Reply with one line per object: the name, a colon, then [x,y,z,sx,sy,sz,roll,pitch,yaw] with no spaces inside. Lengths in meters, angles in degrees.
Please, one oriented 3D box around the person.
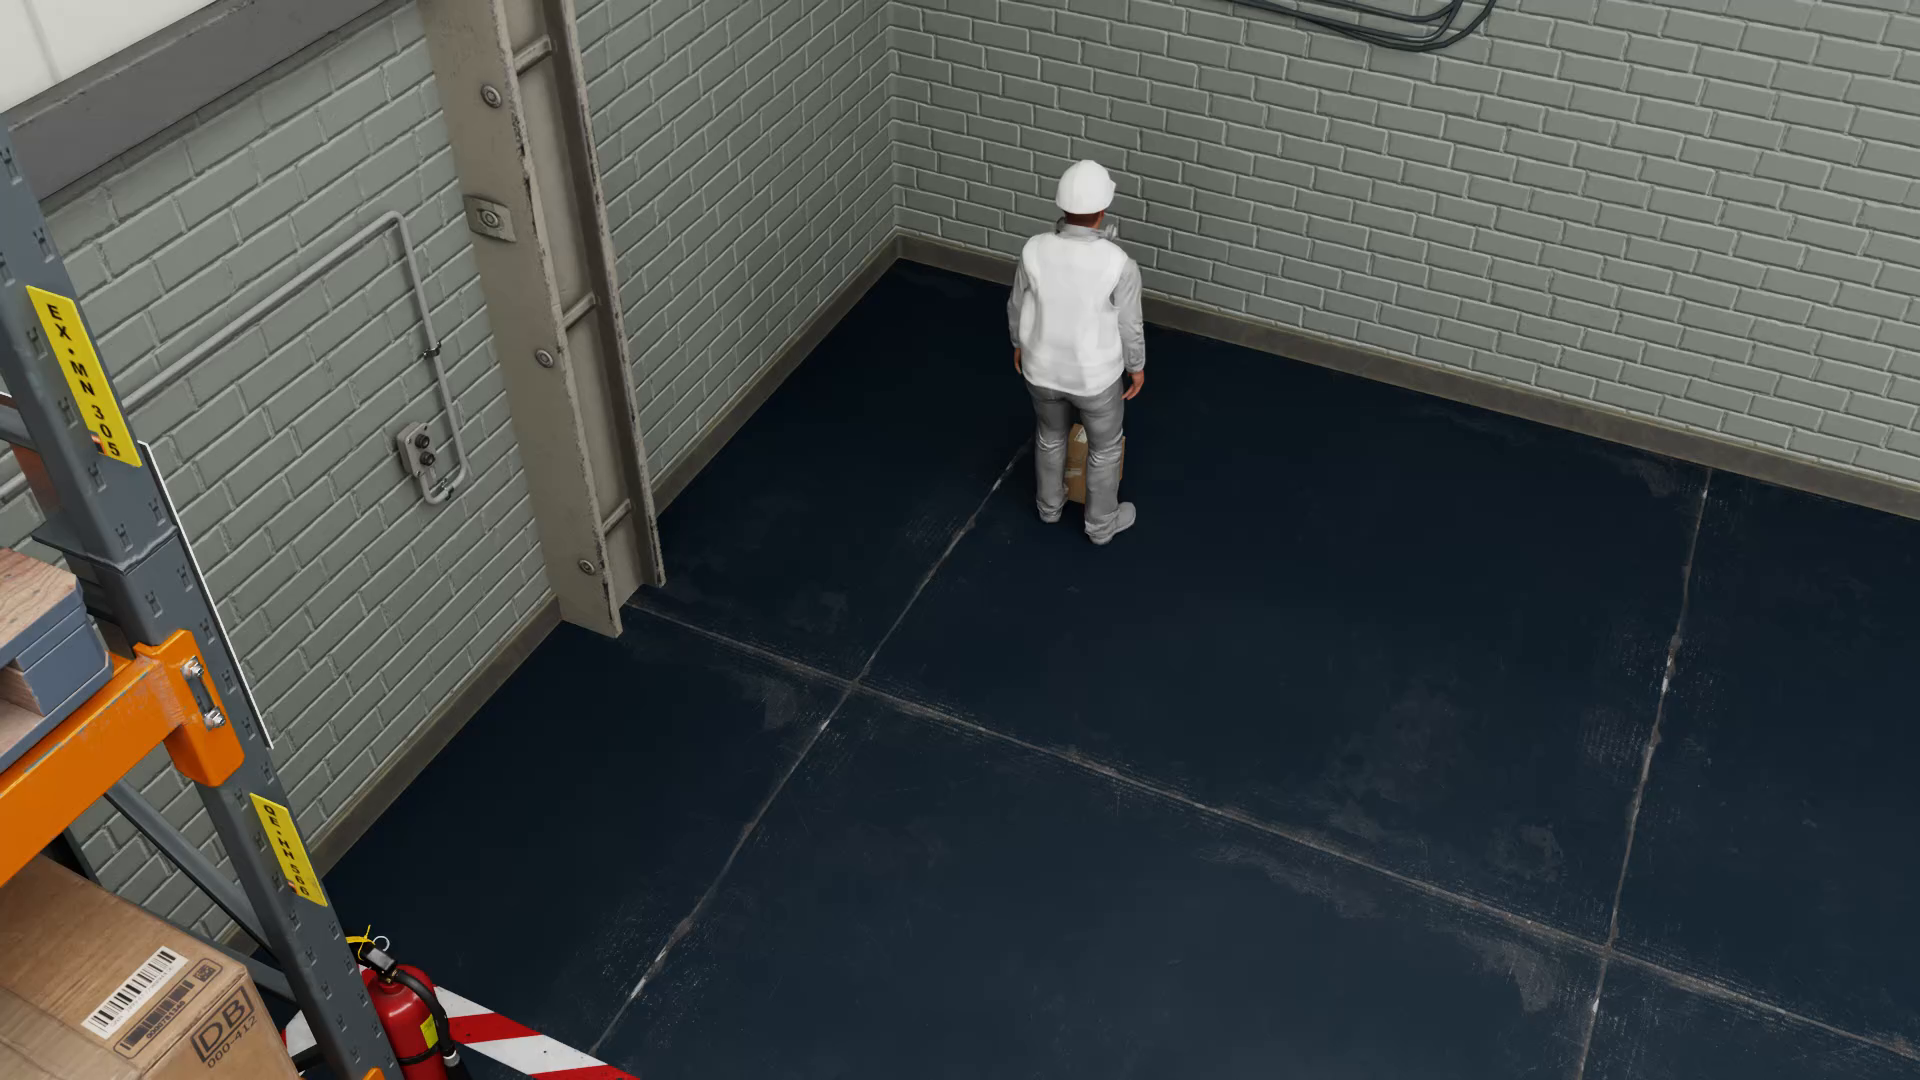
person: [0.486,-0.756,6.987,0.590,1.772,0.465,16,44,17]
